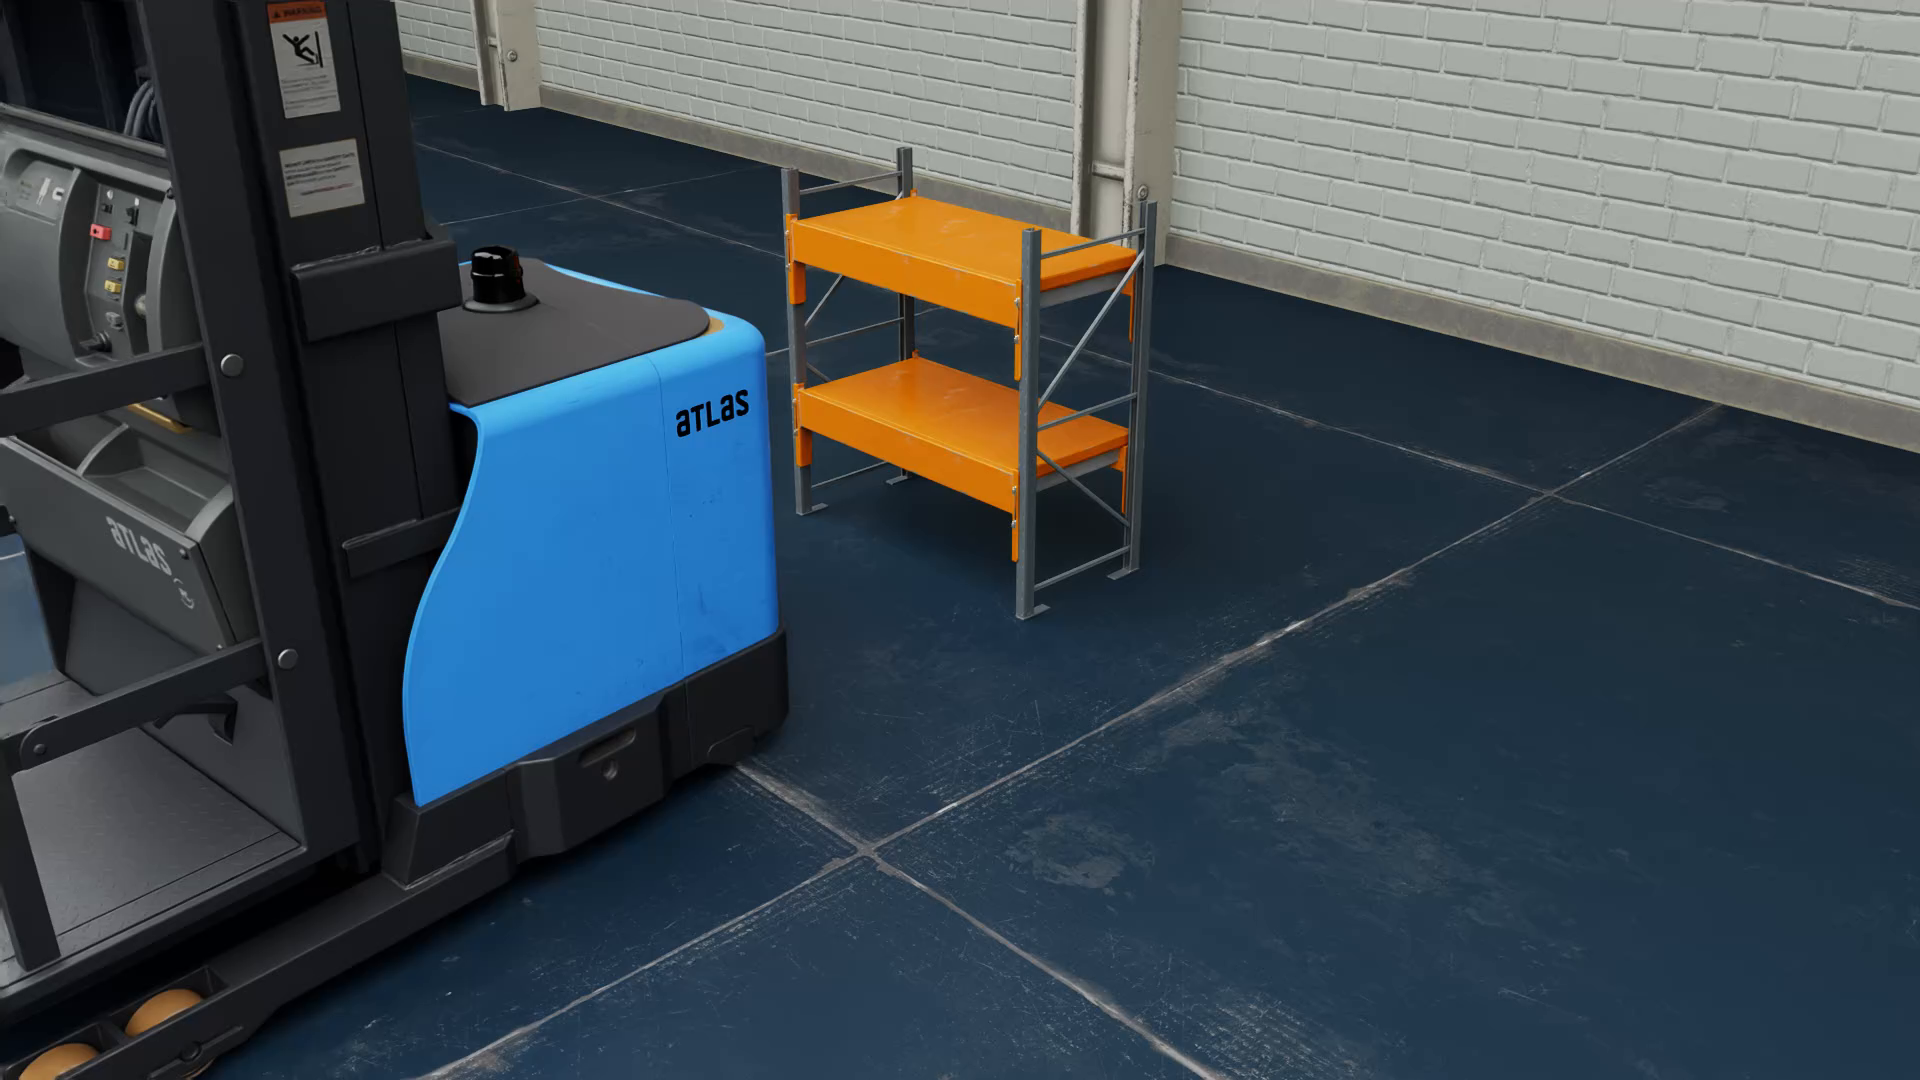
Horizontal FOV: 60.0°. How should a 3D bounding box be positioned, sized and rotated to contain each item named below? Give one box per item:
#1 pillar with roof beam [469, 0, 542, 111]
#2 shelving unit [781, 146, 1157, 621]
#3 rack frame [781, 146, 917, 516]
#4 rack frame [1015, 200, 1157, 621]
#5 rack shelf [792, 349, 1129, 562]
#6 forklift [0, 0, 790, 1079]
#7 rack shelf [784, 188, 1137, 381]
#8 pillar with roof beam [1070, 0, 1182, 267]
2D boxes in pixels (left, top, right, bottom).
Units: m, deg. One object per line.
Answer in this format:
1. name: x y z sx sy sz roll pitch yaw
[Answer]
1. pillar with roof beam: -6.449 -6.090 7.758 9.100 9.000 0.400 -21 32 -38
2. shelving unit: 0.005 -0.510 5.012 0.538 1.125 1.048 -21 32 -38
3. rack frame: -0.343 -0.664 5.350 0.500 1.125 0.032 -21 32 -38
4. rack frame: 0.352 -0.356 4.674 0.500 1.125 0.032 -21 32 -38
5. rack shelf: 0.005 -0.287 5.114 0.538 0.278 1.000 -21 32 -38
6. forklift: -1.764 -0.510 2.836 1.130 2.935 3.031 20 31 36
7. rack shelf: 0.005 -0.776 4.891 0.538 0.278 1.000 -21 32 -38
8. pillar with roof beam: -2.348 -4.272 3.773 9.100 9.000 0.400 -21 32 -38
